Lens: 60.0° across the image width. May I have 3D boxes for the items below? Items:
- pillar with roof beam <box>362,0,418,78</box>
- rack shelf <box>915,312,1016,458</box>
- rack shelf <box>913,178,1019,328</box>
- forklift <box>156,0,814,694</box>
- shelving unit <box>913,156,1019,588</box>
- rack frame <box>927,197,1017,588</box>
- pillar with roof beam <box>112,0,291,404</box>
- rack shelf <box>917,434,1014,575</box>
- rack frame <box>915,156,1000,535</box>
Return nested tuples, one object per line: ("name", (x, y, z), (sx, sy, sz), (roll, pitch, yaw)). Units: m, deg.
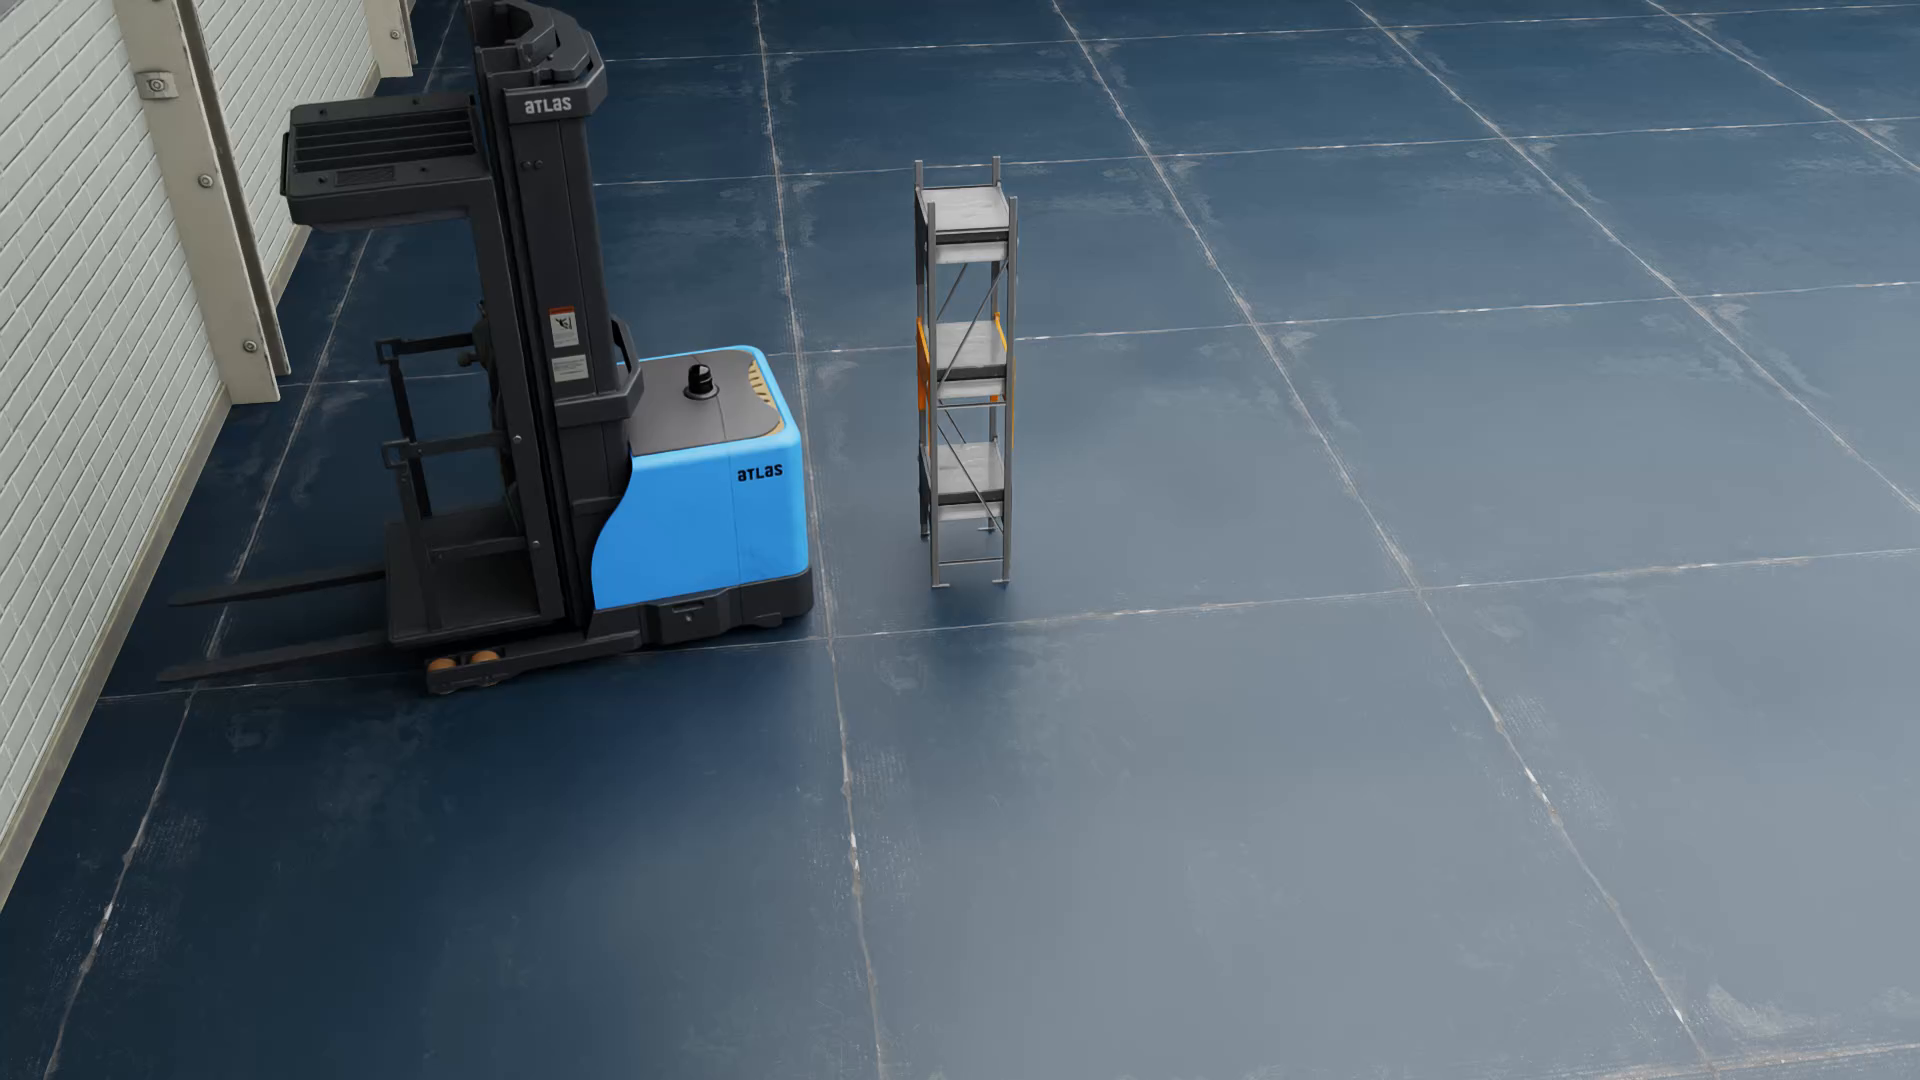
("pillar with roof beam", (-0.866, -8.335, 13.119), (9.100, 9.000, 0.400), (-4, 35, -6))
("rack shelf", (0.022, -0.764, 8.159), (0.431, 0.518, 0.480), (-4, 35, -6))
("rack shelf", (0.022, -1.342, 7.765), (0.431, 0.518, 0.480), (-4, 35, -6))
("forklift", (-2.304, -0.821, 7.481), (3.031, 2.935, 1.130), (-10, 36, -14))
("shelving unit", (0.022, -0.775, 8.152), (0.431, 2.100, 0.503), (-4, 35, -6))
("rack frame", (0.055, -0.639, 7.952), (0.400, 2.100, 0.015), (-4, 35, -6))
("pillar with roof beam", (-0.059, -4.987, 8.206), (9.100, 9.000, 0.400), (-4, 35, -6))
("rack shelf", (0.022, -0.186, 8.554), (0.431, 0.518, 0.480), (-4, 35, -6))
("rack frame", (-0.011, -0.911, 8.352), (0.400, 2.100, 0.015), (-4, 35, -6))
